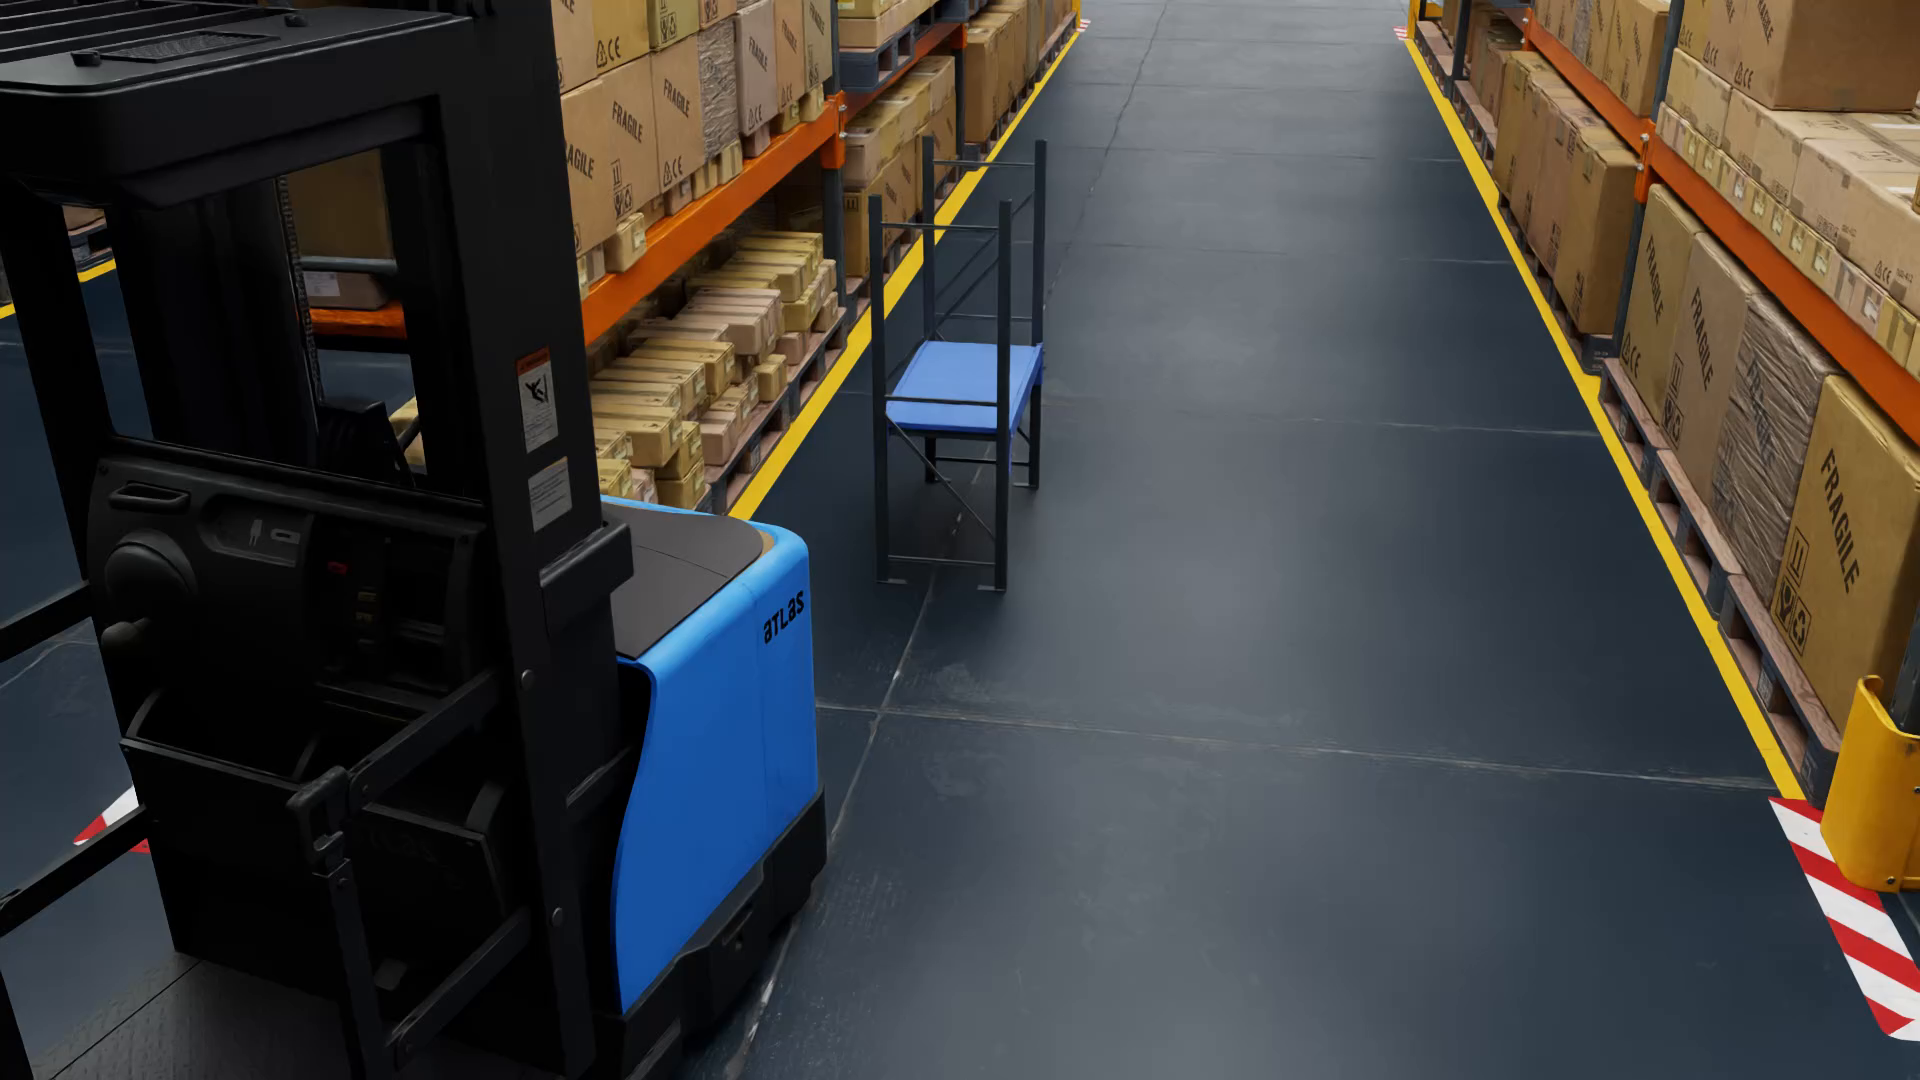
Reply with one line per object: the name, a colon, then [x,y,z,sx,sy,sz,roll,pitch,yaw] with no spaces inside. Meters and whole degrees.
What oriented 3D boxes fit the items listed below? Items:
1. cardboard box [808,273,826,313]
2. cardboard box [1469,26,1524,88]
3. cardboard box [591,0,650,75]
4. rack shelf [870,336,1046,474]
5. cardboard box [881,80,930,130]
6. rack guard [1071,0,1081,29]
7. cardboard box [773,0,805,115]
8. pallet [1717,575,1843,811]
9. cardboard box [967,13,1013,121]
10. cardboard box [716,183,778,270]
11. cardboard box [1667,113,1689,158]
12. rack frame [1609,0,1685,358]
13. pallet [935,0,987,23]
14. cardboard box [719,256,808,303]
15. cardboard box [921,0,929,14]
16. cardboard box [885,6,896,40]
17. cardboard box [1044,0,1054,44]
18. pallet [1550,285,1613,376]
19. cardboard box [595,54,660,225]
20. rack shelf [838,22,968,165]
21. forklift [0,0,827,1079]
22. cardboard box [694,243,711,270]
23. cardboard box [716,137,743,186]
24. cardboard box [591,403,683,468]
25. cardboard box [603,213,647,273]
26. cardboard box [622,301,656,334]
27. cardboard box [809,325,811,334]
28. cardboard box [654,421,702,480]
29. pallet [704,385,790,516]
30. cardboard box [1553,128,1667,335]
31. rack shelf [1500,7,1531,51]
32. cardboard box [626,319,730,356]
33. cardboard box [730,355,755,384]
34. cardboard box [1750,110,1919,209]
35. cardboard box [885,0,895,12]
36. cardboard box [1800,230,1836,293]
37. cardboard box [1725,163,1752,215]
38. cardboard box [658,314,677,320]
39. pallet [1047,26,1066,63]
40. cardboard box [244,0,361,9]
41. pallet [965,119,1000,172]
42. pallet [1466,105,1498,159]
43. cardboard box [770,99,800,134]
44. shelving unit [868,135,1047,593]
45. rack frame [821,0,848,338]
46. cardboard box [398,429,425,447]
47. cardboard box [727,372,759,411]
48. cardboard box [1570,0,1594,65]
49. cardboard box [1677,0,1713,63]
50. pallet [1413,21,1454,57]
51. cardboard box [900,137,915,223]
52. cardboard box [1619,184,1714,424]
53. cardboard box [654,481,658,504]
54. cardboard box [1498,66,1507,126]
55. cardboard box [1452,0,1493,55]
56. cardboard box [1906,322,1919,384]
cardboard box: [-0.889,-1.247,8.392,0.380,0.149,0.250,3,25,6]
cardboard box: [4.943,-4.253,14.727,0.700,0.500,0.500,2,25,4]
cardboard box: [-1.361,-1.822,5.456,0.500,0.500,0.500,5,26,10]
rack shelf: [0.014,-0.552,6.585,0.538,0.185,1.000,4,25,9]
cardboard box: [-0.489,-2.824,10.814,0.500,0.250,0.500,5,25,10]
rack guard: [0.846,-6.378,19.786,1.175,0.500,0.348,4,25,9]
cardboard box: [-1.005,-2.222,7.490,0.500,0.500,0.500,3,25,7]
pallet: [3.157,0.501,5.431,1.003,0.211,1.213,4,25,9]
cardboard box: [-0.138,-3.940,13.787,1.050,0.750,0.750,4,25,9]
cardboard box: [-1.247,-1.866,9.652,0.500,0.500,0.500,4,25,8]
cardboard box: [3.338,-1.771,7.291,0.380,0.149,0.250,3,25,7]
rack frame: [3.758,-2.095,7.688,1.000,3.000,0.127,4,25,9]
pallet: [-0.477,-3.762,11.474,1.213,0.211,1.003,4,25,9]
cardboard box: [-0.957,-1.268,8.087,0.380,0.149,0.250,4,25,8]
cardboard box: [-0.393,-3.237,9.928,0.380,0.149,0.250,4,25,8]
cardboard box: [-0.561,-2.807,9.009,0.380,0.149,0.250,4,25,9]
cardboard box: [0.504,-5.690,17.379,0.875,0.875,0.875,4,25,9]
pallet: [3.809,-1.160,8.979,1.003,0.211,1.213,4,25,9]
cardboard box: [-1.365,-1.382,5.696,0.500,0.500,0.500,4,25,9]
rack shelf: [-0.792,-2.992,10.452,1.077,0.370,4.000,4,25,9]
forklift: [-1.402,0.118,3.041,1.130,2.935,3.031,10,27,20]
cardboard box: [-1.483,-1.409,8.387,0.380,0.149,0.250,5,26,11]
cardboard box: [-1.119,-1.573,6.868,0.380,0.149,0.250,5,25,10]
cardboard box: [-1.258,-0.392,6.215,0.380,0.149,0.250,4,25,8]
cardboard box: [-1.299,-1.025,5.698,0.380,0.149,0.250,3,25,7]
cardboard box: [-1.581,-0.968,7.446,0.380,0.149,0.250,3,25,6]
cardboard box: [-0.972,-1.090,8.407,0.380,0.149,0.250,5,25,10]
cardboard box: [-1.232,-0.362,6.502,0.380,0.149,0.250,5,26,10]
pallet: [-1.391,-0.423,7.405,1.003,0.211,1.213,4,25,9]
cardboard box: [3.842,-1.592,8.624,1.225,0.875,0.875,4,25,9]
rack shelf: [4.738,-4.279,13.201,1.077,0.370,4.000,4,25,9]
cardboard box: [-1.210,-0.836,7.163,0.380,0.149,0.250,4,25,9]
cardboard box: [-1.139,-0.817,7.474,0.380,0.149,0.250,3,25,6]
cardboard box: [3.169,-1.353,5.929,0.500,0.250,0.500,4,25,9]
cardboard box: [-0.561,-2.934,8.929,0.380,0.149,0.250,4,25,7]
cardboard box: [3.003,-0.907,5.447,0.380,0.149,0.250,3,25,7]
cardboard box: [3.170,-1.339,6.368,0.380,0.149,0.250,4,25,9]
cardboard box: [-1.498,-1.056,7.985,0.380,0.149,0.250,3,25,6]
pallet: [0.587,-5.388,18.013,1.003,0.211,1.213,4,25,9]
cardboard box: [-1.943,-1.650,5.088,0.500,0.500,0.500,4,25,7]
pallet: [-0.262,-3.216,13.371,1.003,0.211,1.213,4,25,9]
pallet: [4.742,-3.341,13.638,1.003,0.211,1.213,4,25,9]
cardboard box: [-0.972,-2.009,7.799,0.380,0.149,0.250,5,26,11]
shelving unit: [0.014,-0.715,6.508,0.538,1.500,1.048,4,25,9]
rack frame: [-1.119,-2.481,8.512,1.000,3.000,0.127,4,25,9]
cardboard box: [-1.839,-0.317,6.054,0.380,0.149,0.250,5,25,10]
cardboard box: [-1.125,-0.655,7.479,0.380,0.149,0.250,4,25,10]
cardboard box: [3.818,-2.990,9.481,0.500,0.500,0.500,4,25,9]
cardboard box: [3.427,-2.319,7.107,0.500,0.500,0.500,4,25,9]
pallet: [5.539,-5.482,18.212,1.003,0.211,1.213,4,25,9]
cardboard box: [-0.580,-2.271,10.517,0.500,0.500,0.500,4,25,9]
cardboard box: [3.571,-1.053,7.471,0.875,0.875,0.875,4,25,9]
cardboard box: [-1.376,-0.124,6.343,0.380,0.149,0.250,4,25,9]
cardboard box: [4.579,-3.350,12.798,0.700,0.500,0.500,2,25,4]
cardboard box: [5.280,-5.169,16.707,0.500,0.500,0.500,2,25,4]
cardboard box: [2.837,-0.480,4.534,0.380,0.149,0.250,5,25,10]
